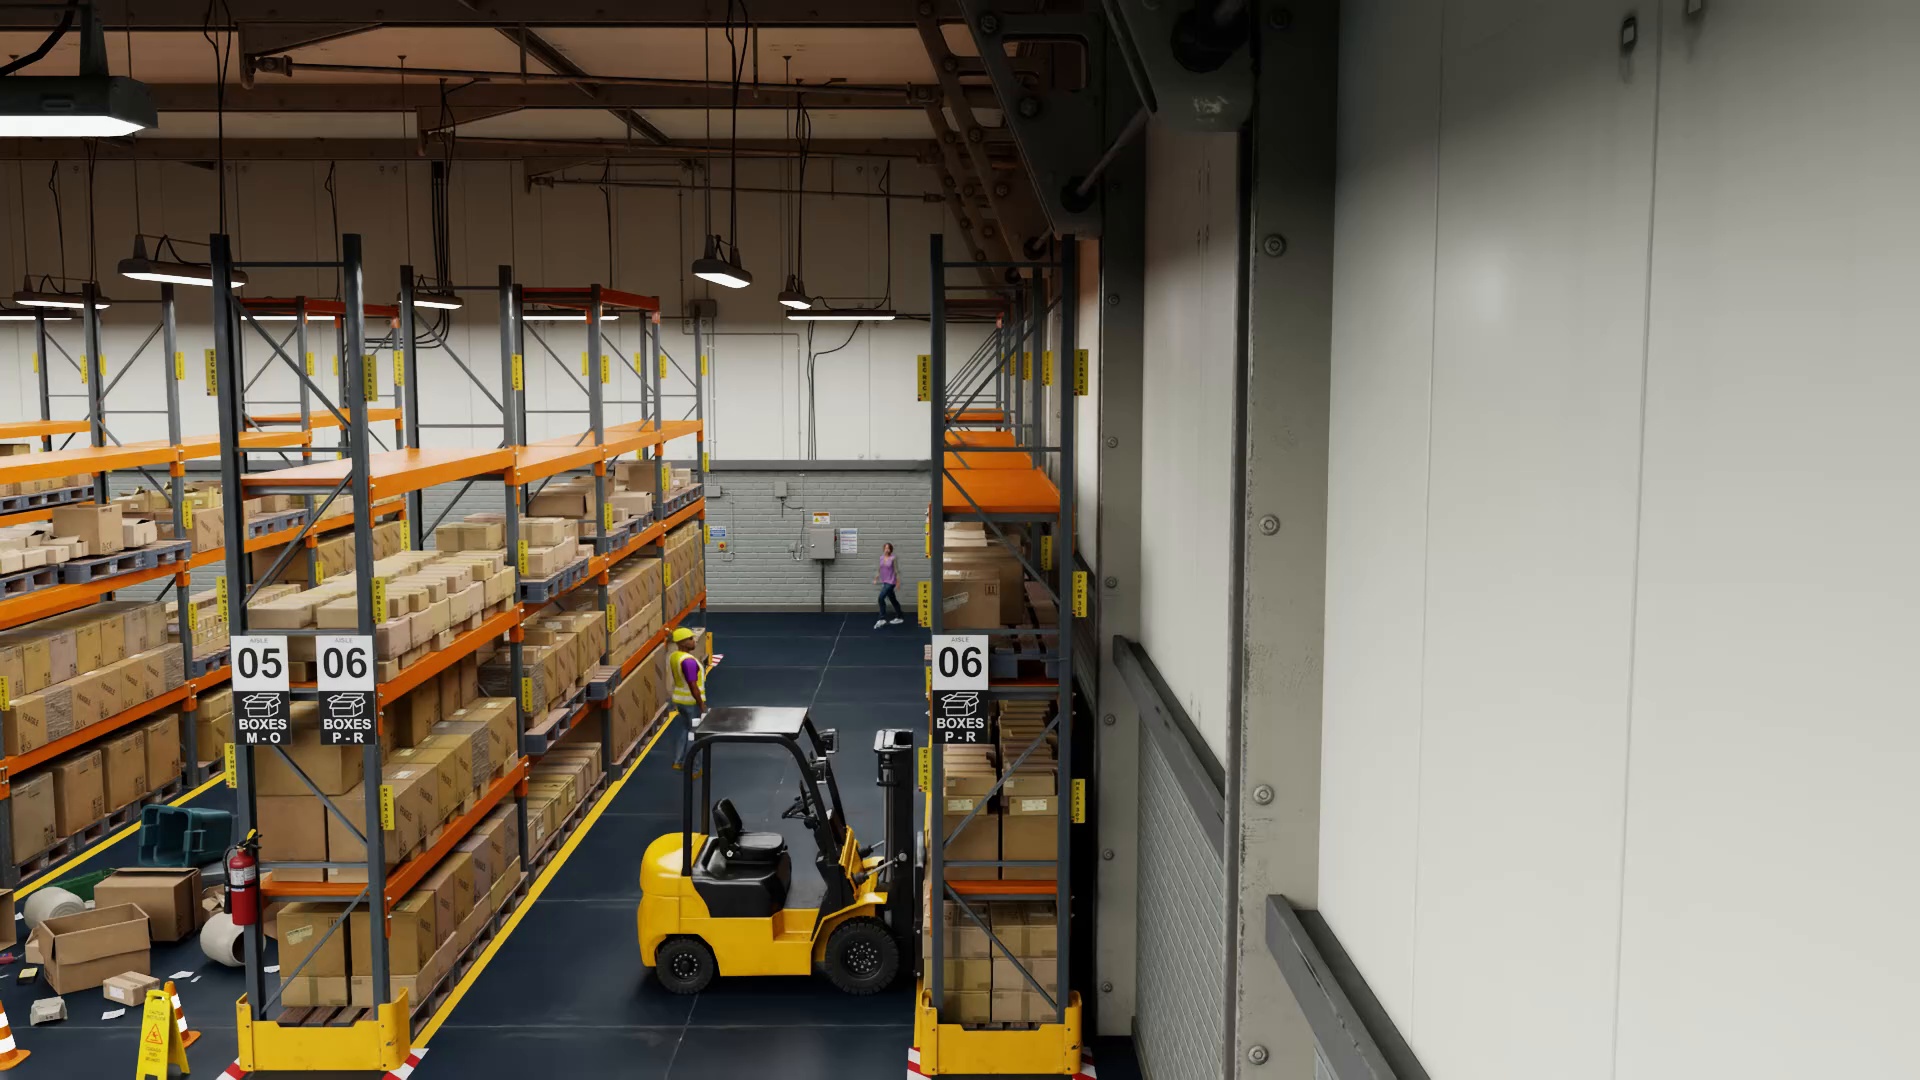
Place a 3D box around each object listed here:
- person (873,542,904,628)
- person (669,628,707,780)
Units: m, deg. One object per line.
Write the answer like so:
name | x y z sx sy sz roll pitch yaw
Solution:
person | -1.381 0.868 31.886 0.647 1.593 0.379 -2 7 -18
person | -3.139 1.898 19.394 0.619 1.765 0.466 6 9 42
